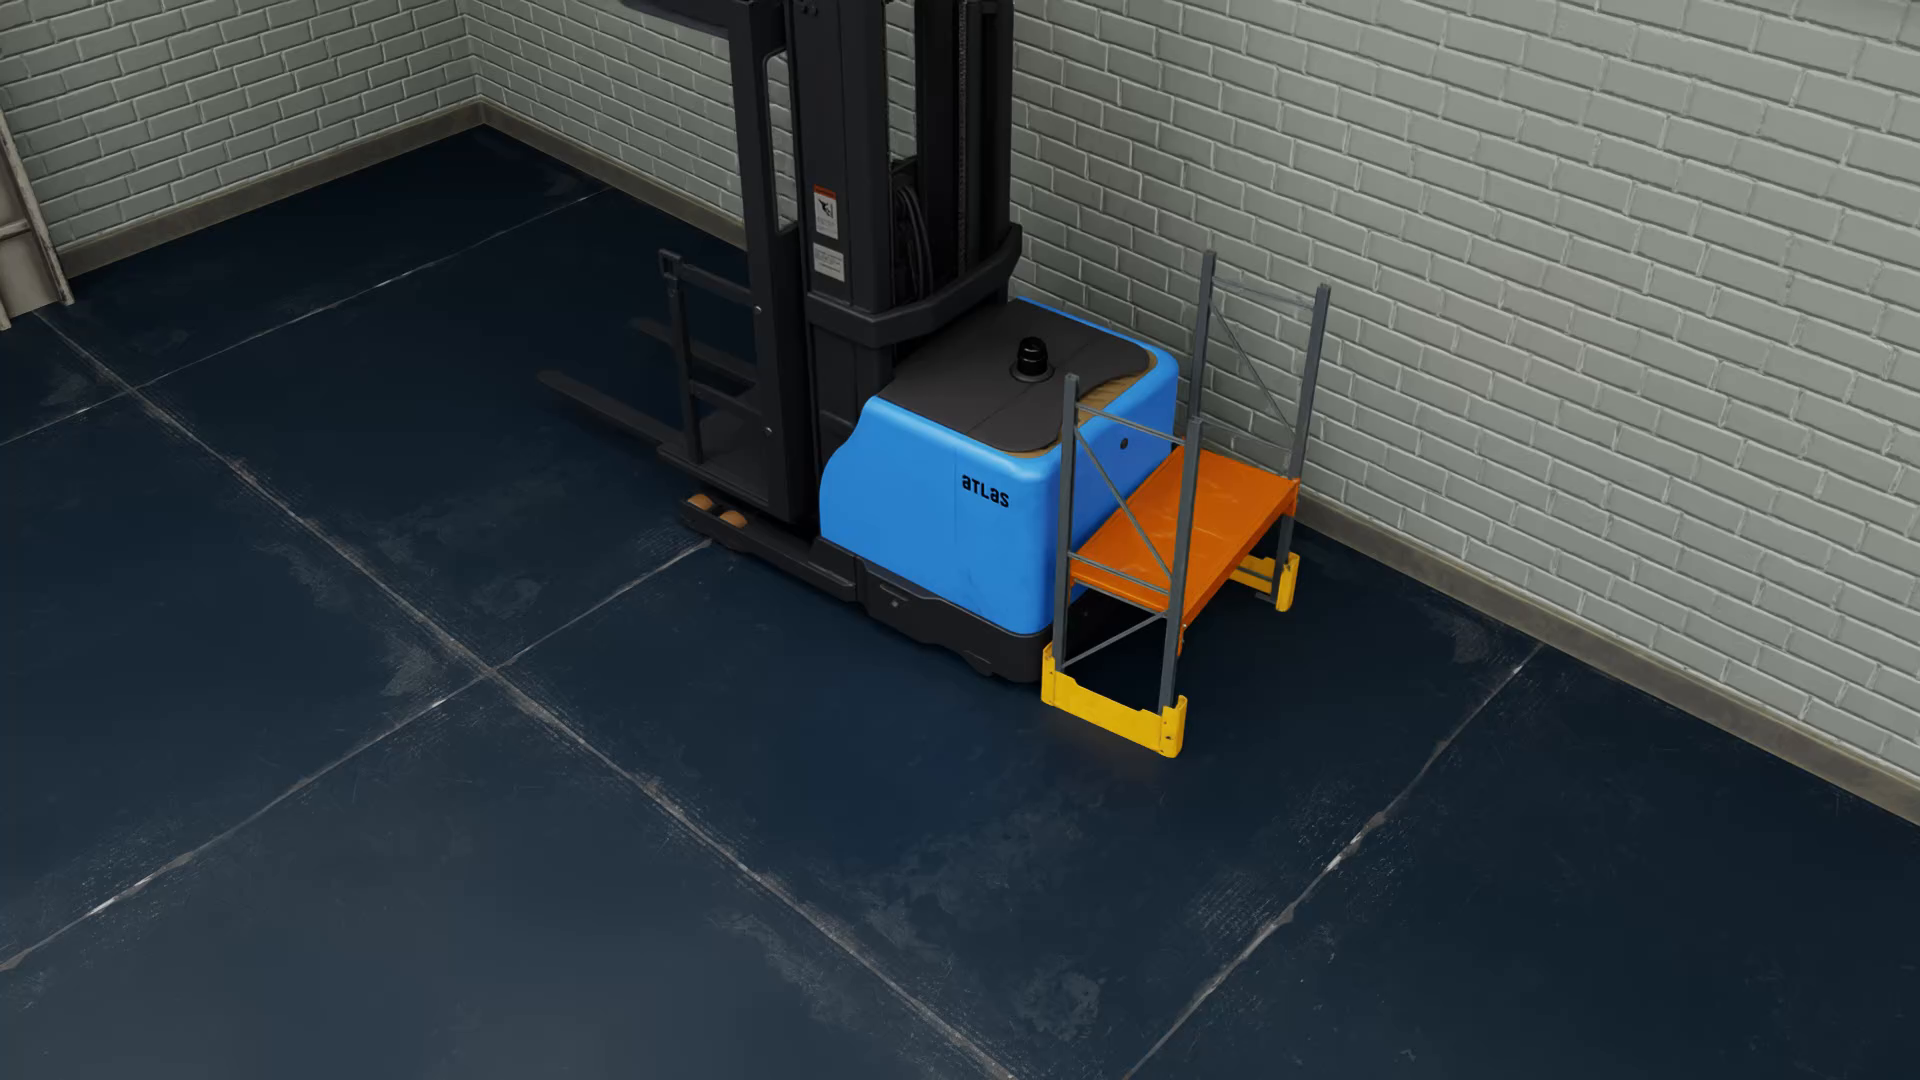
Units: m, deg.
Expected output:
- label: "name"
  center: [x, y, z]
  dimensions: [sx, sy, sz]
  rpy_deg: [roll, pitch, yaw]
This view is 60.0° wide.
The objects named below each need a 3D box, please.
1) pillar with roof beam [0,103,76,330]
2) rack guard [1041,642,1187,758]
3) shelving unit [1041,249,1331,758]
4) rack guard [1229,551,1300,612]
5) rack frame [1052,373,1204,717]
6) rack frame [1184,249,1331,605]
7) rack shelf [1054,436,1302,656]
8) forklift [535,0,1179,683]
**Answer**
- label: "pillar with roof beam"
  center: [-1.768, -2.953, 3.734]
  dimensions: [9.100, 9.000, 0.400]
  rpy_deg: [30, 47, 32]
- label: "rack guard"
  center: [0.575, 0.602, 6.292]
  dimensions: [0.587, 0.250, 0.087]
  rpy_deg: [22, 44, 25]
- label: "shelving unit"
  center: [0.848, -0.146, 6.229]
  dimensions: [0.587, 1.500, 1.083]
  rpy_deg: [22, 44, 25]
- label: "rack guard"
  center: [1.121, 0.084, 6.944]
  dimensions: [0.587, 0.250, 0.087]
  rpy_deg: [22, 44, 25]
- label: "rack frame"
  center: [0.565, 0.123, 5.890]
  dimensions: [0.500, 1.500, 0.032]
  rpy_deg: [22, 44, 25]
- label: "rack frame"
  center: [1.122, -0.406, 6.556]
  dimensions: [0.500, 1.500, 0.032]
  rpy_deg: [22, 44, 25]
- label: "rack shelf"
  center: [0.843, -0.001, 6.335]
  dimensions: [0.538, 0.185, 1.000]
  rpy_deg: [22, 44, 25]
- label: "forklift"
  center: [-0.613, -1.344, 6.585]
  dimensions: [3.031, 2.935, 1.130]
  rpy_deg: [26, 45, 29]
